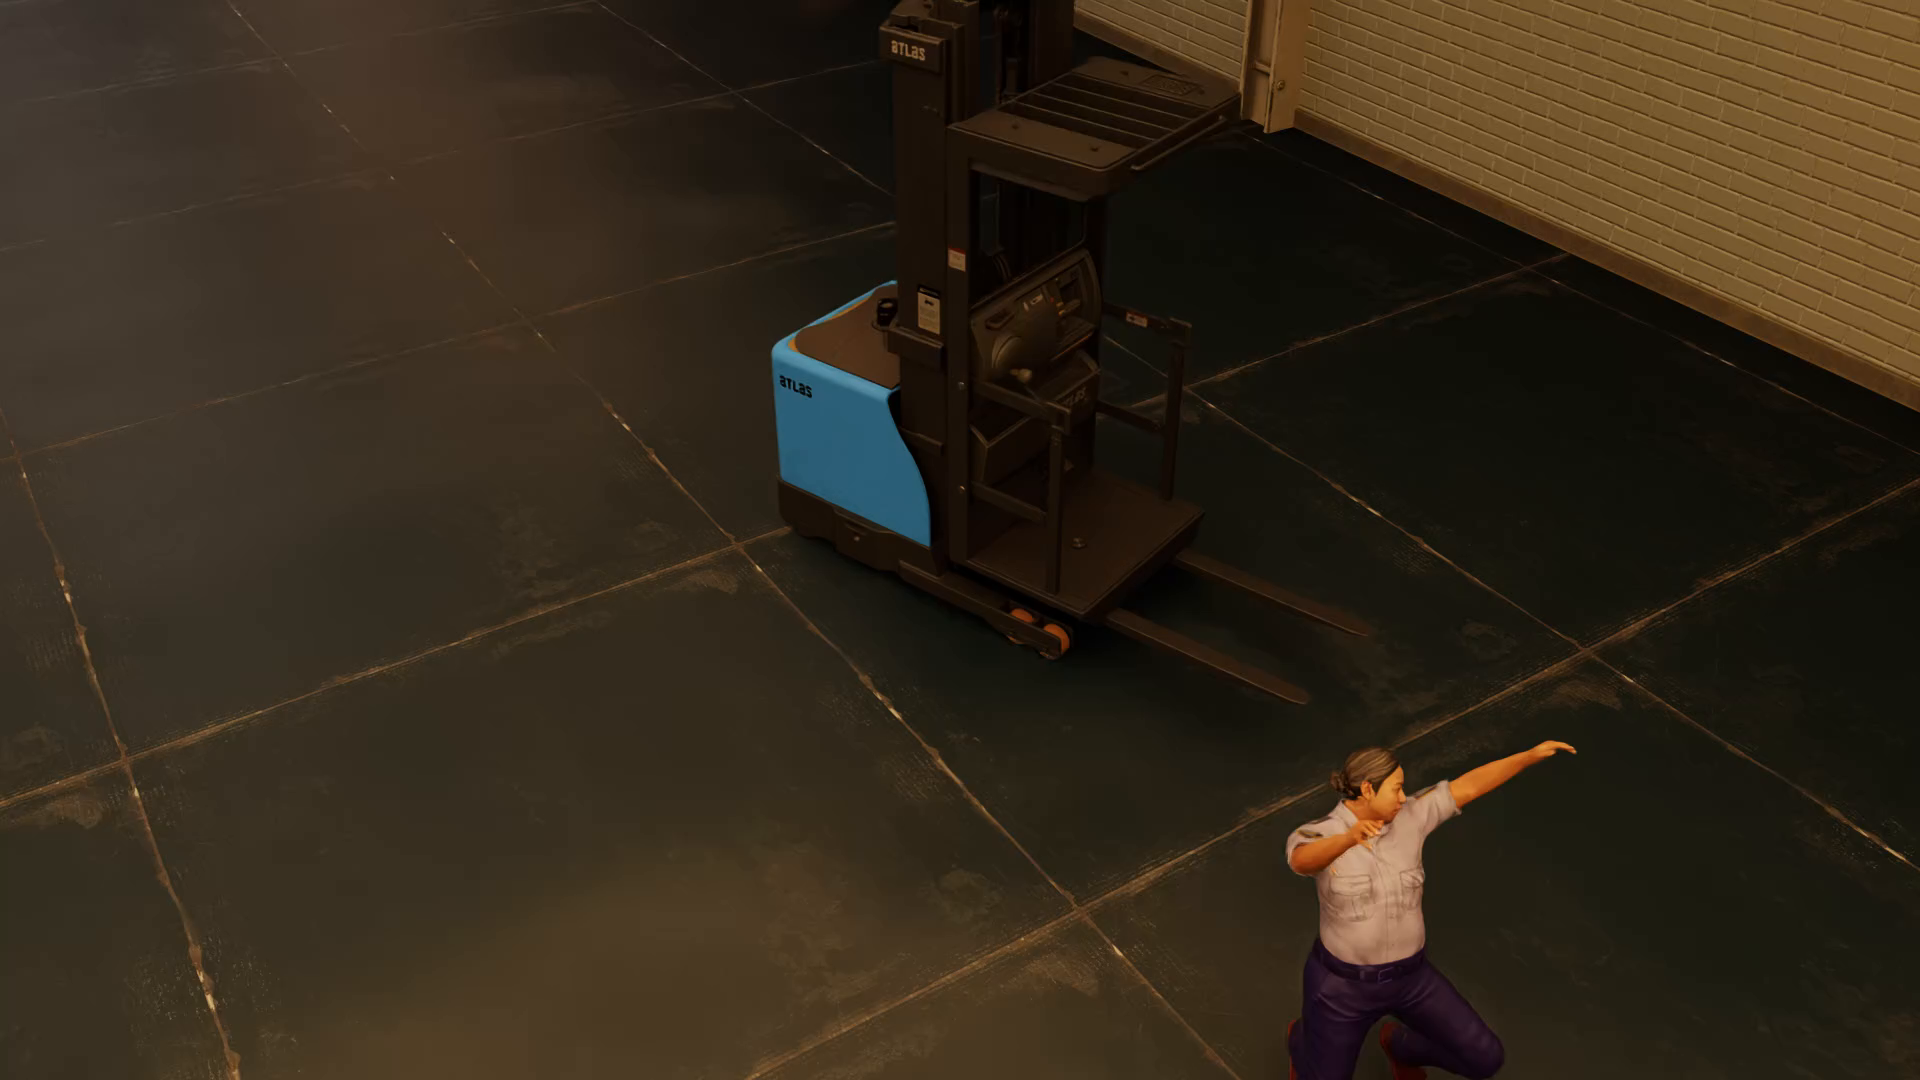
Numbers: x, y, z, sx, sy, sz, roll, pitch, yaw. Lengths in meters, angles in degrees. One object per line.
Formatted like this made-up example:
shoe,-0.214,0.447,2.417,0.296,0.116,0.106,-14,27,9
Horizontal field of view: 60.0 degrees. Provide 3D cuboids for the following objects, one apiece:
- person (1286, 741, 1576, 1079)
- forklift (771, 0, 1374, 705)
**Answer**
person,1.490,1.310,5.501,0.950,1.577,0.737,-9,36,-12
forklift,0.521,-0.980,7.543,3.031,2.935,1.130,24,42,30
